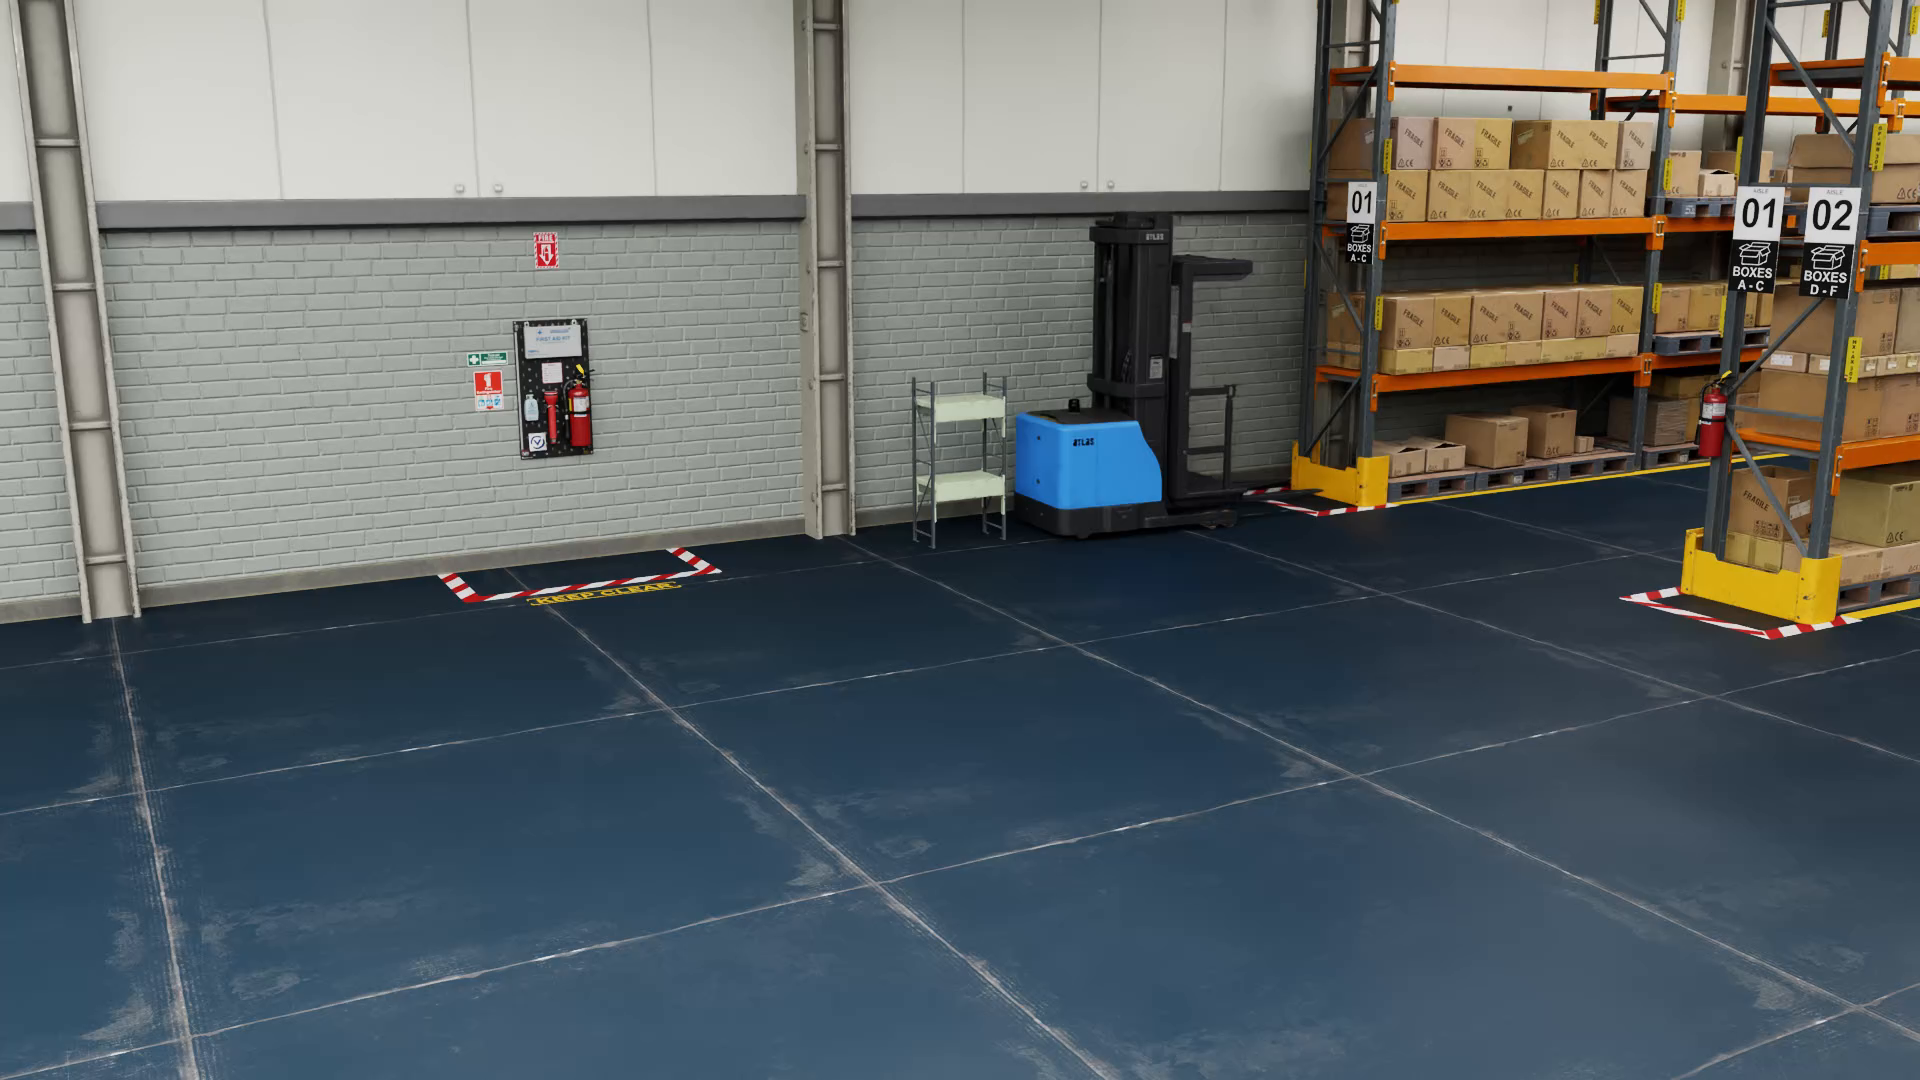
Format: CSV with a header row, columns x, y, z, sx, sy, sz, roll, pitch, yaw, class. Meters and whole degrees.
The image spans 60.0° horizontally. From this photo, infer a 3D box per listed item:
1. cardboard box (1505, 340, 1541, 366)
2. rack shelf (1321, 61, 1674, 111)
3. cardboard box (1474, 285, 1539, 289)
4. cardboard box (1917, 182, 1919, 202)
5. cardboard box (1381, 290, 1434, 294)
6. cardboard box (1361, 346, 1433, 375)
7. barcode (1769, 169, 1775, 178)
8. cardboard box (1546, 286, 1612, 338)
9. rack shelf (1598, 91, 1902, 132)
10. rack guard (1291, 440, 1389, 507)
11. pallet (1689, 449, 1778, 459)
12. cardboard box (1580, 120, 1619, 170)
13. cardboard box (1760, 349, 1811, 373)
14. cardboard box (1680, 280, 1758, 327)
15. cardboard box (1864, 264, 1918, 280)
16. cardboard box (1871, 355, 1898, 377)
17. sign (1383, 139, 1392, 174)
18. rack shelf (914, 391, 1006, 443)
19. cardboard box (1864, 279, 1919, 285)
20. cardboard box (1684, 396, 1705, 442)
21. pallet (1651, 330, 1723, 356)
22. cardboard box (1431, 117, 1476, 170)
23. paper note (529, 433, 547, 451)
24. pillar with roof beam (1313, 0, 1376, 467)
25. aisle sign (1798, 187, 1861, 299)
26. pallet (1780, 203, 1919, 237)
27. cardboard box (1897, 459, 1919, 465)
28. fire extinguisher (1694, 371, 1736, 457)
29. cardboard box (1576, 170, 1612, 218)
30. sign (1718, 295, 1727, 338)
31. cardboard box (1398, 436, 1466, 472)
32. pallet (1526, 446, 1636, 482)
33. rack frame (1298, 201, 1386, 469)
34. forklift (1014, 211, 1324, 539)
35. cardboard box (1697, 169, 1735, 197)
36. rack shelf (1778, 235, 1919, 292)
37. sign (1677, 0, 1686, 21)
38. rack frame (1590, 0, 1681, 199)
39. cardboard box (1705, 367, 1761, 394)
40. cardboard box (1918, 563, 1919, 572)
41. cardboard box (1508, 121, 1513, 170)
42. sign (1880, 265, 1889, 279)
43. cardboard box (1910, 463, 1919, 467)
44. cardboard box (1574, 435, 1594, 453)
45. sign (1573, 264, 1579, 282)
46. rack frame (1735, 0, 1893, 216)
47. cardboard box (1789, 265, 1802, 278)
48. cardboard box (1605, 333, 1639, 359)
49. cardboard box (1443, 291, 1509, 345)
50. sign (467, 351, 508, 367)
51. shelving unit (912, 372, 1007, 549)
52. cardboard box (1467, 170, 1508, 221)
x,y,z,sx,sy,sz,roll,pitch,yaw,class
5.779,-2.001,17.604,0.500,0.250,0.500,-7,14,-27,cardboard box
5.611,-4.696,17.267,4.000,0.370,1.077,-7,14,-28,rack shelf
5.958,-2.520,18.206,0.500,0.500,0.500,-6,14,-26,cardboard box
7.349,-2.661,12.707,0.250,0.149,0.380,-7,14,-28,cardboard box
4.614,-2.355,17.473,0.500,0.500,0.500,-7,14,-27,cardboard box
4.436,-1.838,16.882,0.500,0.250,0.500,-7,15,-29,cardboard box
6.266,-2.828,12.832,0.075,0.075,0.001,-7,14,-28,barcode
6.664,-2.472,17.989,0.500,0.500,0.500,-7,14,-28,cardboard box
9.122,-4.923,19.180,4.000,0.370,1.077,-7,14,-28,rack shelf
3.922,-0.700,17.221,0.348,0.500,1.175,-7,14,-28,rack guard
9.121,-1.183,20.027,1.213,0.211,1.003,-7,14,-28,pallet
6.578,-4.177,17.596,0.500,0.500,0.500,-6,14,-25,cardboard box
6.476,-1.399,12.931,0.250,0.149,0.380,-7,15,-29,cardboard box
8.886,-2.775,19.520,0.500,0.500,0.700,-5,14,-20,cardboard box
11.424,-3.324,20.528,0.500,0.250,0.500,-6,14,-27,cardboard box
6.910,-1.350,12.714,0.250,0.149,0.380,-7,15,-29,cardboard box
4.115,-3.697,16.022,0.005,0.325,0.100,-7,14,-28,sign
-0.006,-1.112,14.997,0.720,0.370,0.431,-7,14,-28,rack shelf
7.595,-1.801,13.237,0.500,0.500,0.700,-7,14,-28,cardboard box
8.434,-1.472,19.650,0.500,0.500,0.700,-7,15,-29,cardboard box
8.107,-2.291,19.035,1.213,0.211,1.003,-7,14,-28,pallet
4.774,-3.958,16.622,0.500,0.500,0.500,-7,14,-29,cardboard box
-3.587,-0.833,14.125,0.142,0.148,0.016,-7,14,-28,paper note
6.118,-4.249,13.634,0.400,9.000,9.100,-7,14,-28,pillar with roof beam
6.321,-2.160,12.093,0.004,0.787,0.394,-7,14,-28,aisle sign
6.865,-2.447,12.660,1.213,0.211,1.003,-7,14,-28,pallet
7.870,-0.461,14.063,0.500,0.500,0.500,-7,14,-28,cardboard box
5.906,-0.997,13.022,0.183,0.674,0.296,-7,14,-28,fire extinguisher
6.591,-3.703,17.766,0.500,0.500,0.500,-8,15,-33,cardboard box
5.984,-1.744,12.989,0.005,0.325,0.100,-7,14,-28,sign
5.006,-0.930,17.671,0.500,0.311,0.500,-6,14,-23,cardboard box
6.794,-0.894,18.743,1.213,0.211,1.003,-7,14,-28,pallet
3.855,-1.911,16.911,0.127,3.000,1.000,-7,14,-28,rack frame
2.077,-1.633,15.829,3.031,2.935,1.130,-6,14,-24,forklift
8.425,-4.064,18.891,0.500,0.311,0.500,-6,14,-26,cardboard box
7.987,-2.280,13.356,4.000,0.370,1.077,-7,14,-28,rack shelf
7.610,-5.647,17.538,0.005,0.325,0.100,-7,14,-28,sign
7.366,-5.259,18.123,0.127,3.000,1.000,-7,14,-28,rack frame
9.291,-1.925,19.956,0.500,0.250,0.500,-7,14,-28,cardboard box
7.685,0.060,13.457,0.500,0.250,0.500,-7,14,-28,cardboard box
5.470,-4.175,17.589,0.500,0.500,0.500,-7,14,-28,cardboard box
11.145,-3.176,20.072,0.005,0.325,0.100,-7,14,-28,sign
8.127,-0.357,13.604,0.500,0.500,0.500,-7,14,-28,cardboard box
6.911,-1.103,18.768,0.250,0.166,0.380,-9,16,-35,cardboard box
7.097,-3.004,19.128,0.005,0.325,0.100,-7,14,-28,sign
6.232,-3.884,12.013,0.127,3.000,1.000,-7,14,-28,rack frame
10.313,-3.254,20.171,0.250,0.149,0.380,-10,16,-37,cardboard box
7.096,-2.161,18.315,0.500,0.250,0.500,-7,14,-28,cardboard box
5.313,-2.309,17.268,0.500,0.500,0.500,-7,15,-30,cardboard box
-3.925,-1.504,13.814,0.331,0.109,0.001,-7,14,-28,sign
-0.006,-0.731,15.082,0.755,1.500,0.431,-7,14,-28,shelving unit
5.211,-3.525,16.978,0.500,0.500,0.500,-6,14,-25,cardboard box
